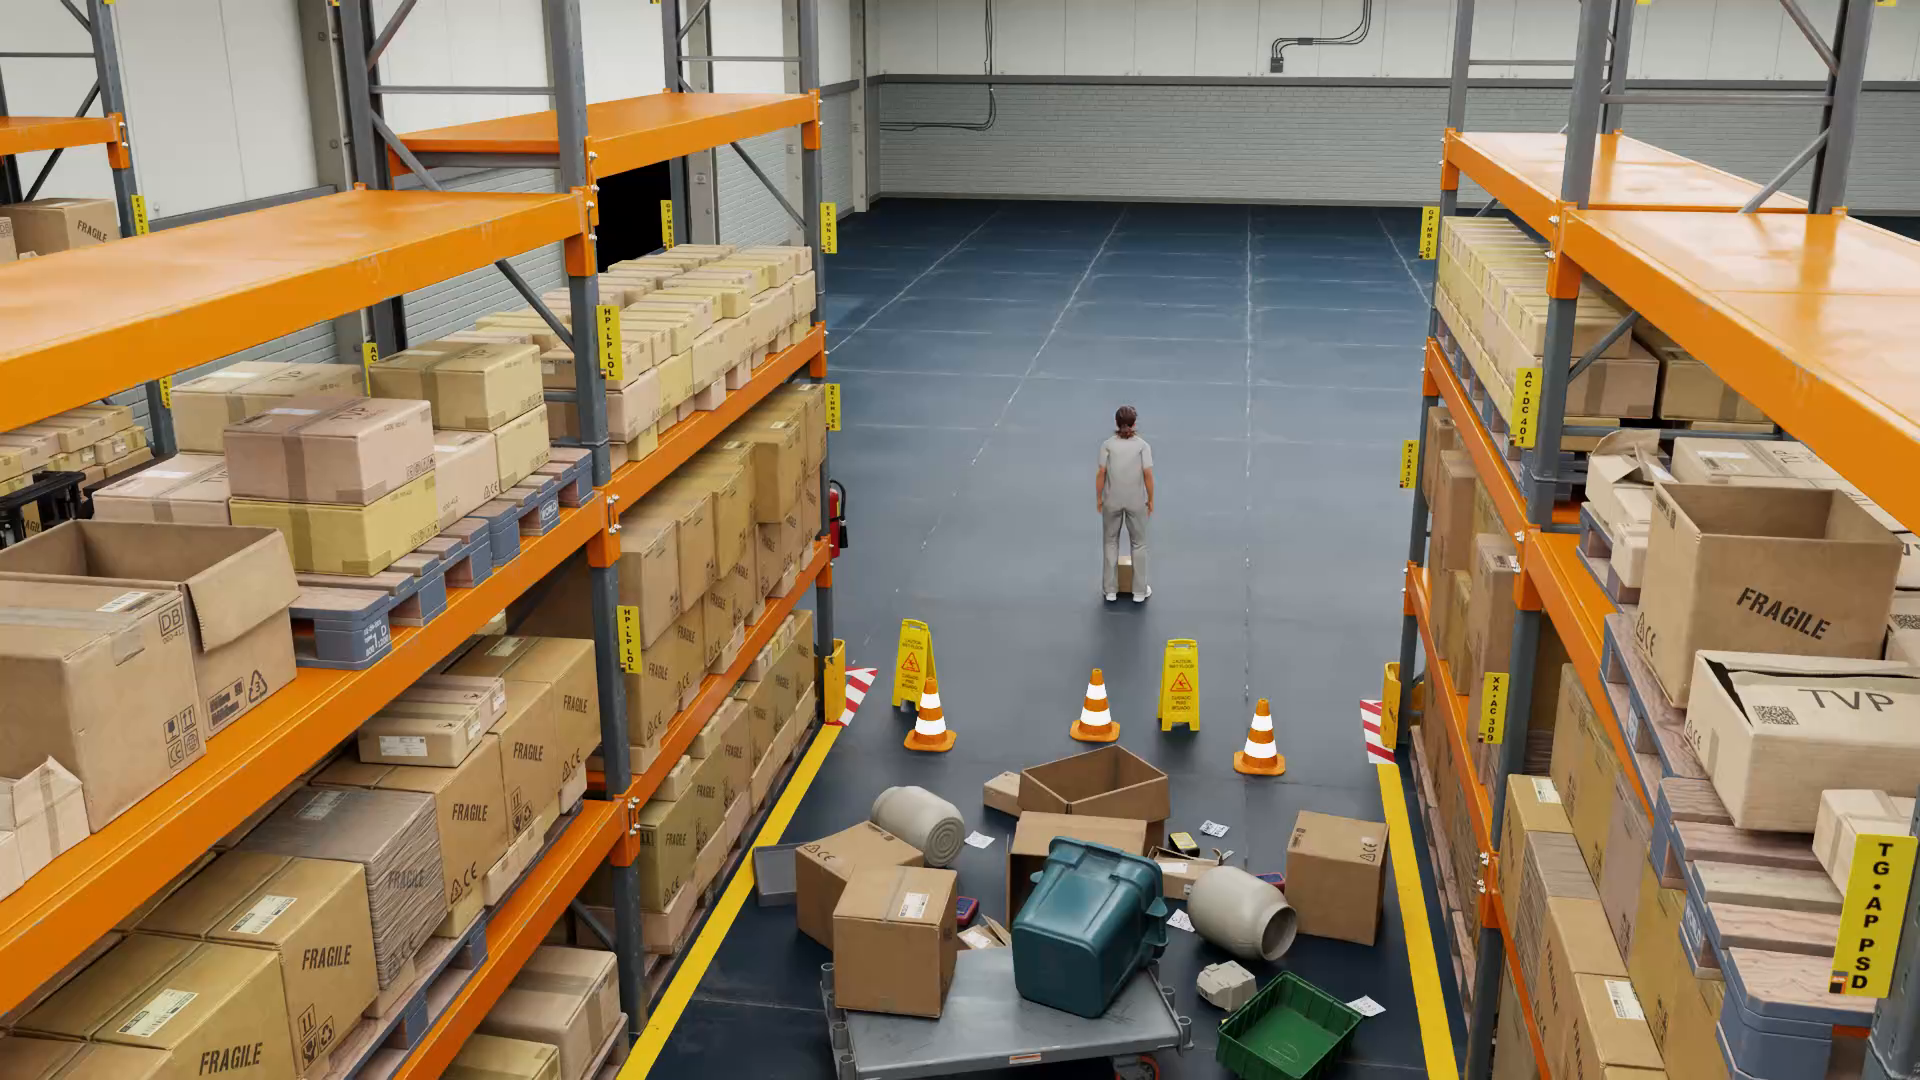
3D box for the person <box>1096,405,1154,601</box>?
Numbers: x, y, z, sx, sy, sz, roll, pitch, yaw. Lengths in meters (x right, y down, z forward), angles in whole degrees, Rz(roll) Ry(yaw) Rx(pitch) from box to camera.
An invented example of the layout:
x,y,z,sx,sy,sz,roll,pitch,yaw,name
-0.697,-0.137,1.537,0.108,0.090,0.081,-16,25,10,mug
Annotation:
x,y,z,sx,sy,sz,roll,pitch,yaw,name
1.388,-0.307,14.003,0.489,1.673,0.355,3,18,9,person
